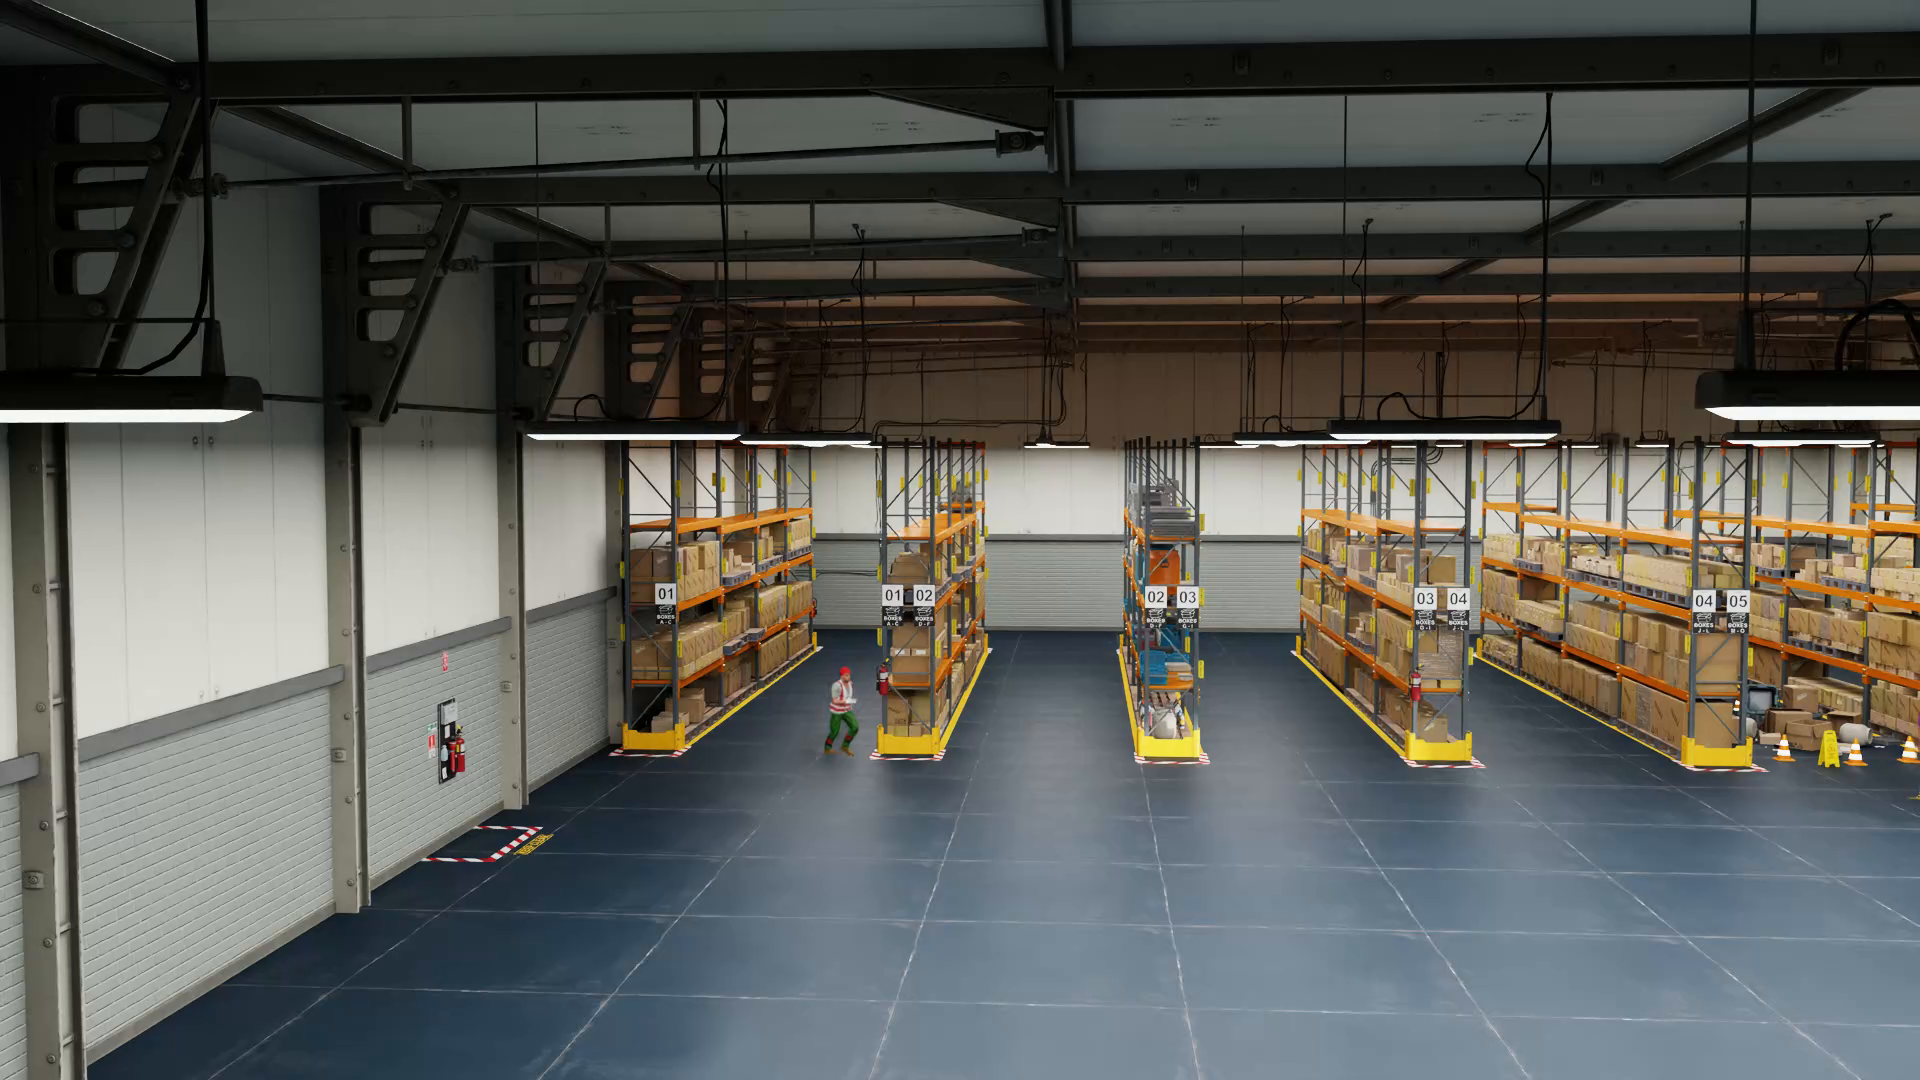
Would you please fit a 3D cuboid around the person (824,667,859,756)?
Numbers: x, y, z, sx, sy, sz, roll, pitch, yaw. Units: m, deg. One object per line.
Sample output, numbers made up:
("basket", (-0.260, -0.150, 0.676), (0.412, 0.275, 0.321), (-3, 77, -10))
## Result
("person", (-2.201, 3.195, 30.982), (0.619, 1.699, 0.919), (-3, 4, -43))
